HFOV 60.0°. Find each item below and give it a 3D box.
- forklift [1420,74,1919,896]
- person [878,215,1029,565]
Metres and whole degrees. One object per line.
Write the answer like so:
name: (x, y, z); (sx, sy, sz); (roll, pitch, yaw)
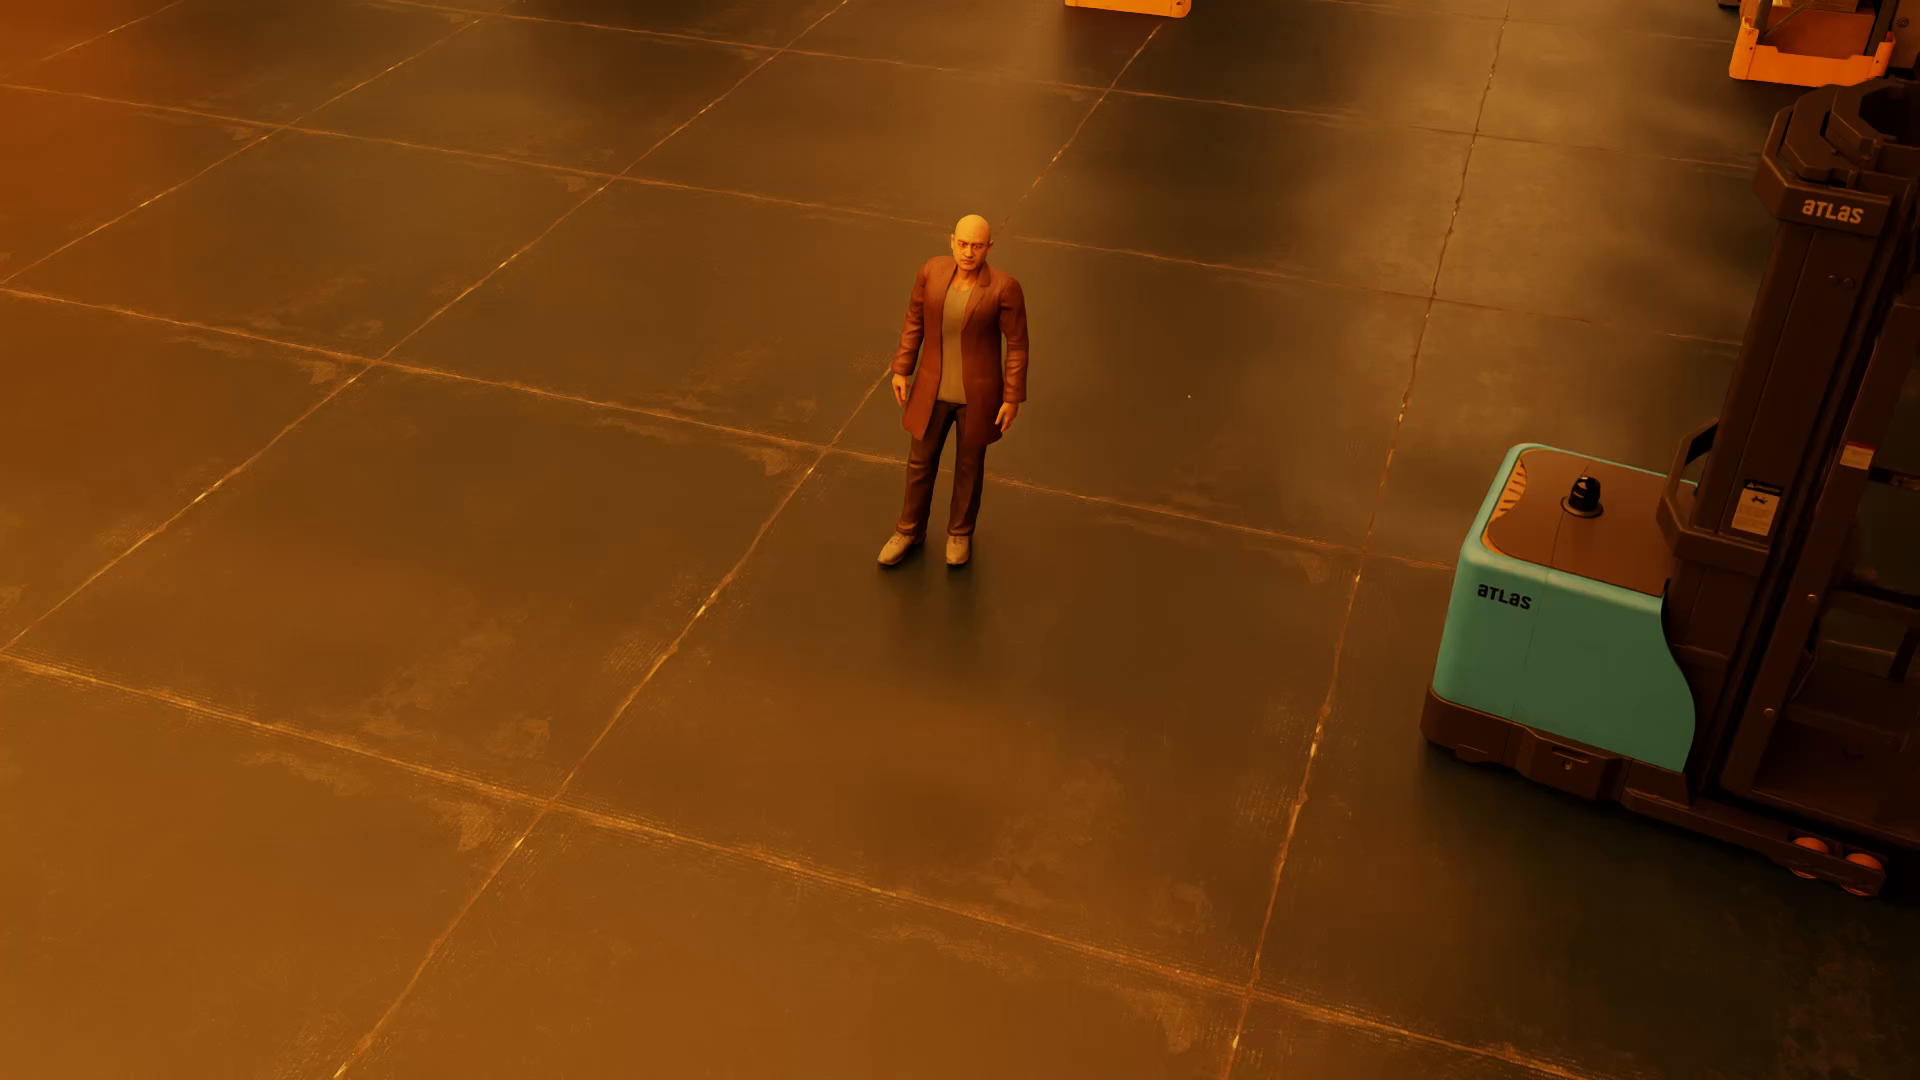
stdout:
forklift: (3.578, -0.130, 6.294); (3.031, 2.935, 1.130); (17, 39, 22)
person: (-0.034, -0.682, 8.057); (0.696, 1.778, 0.579); (12, 37, 16)
